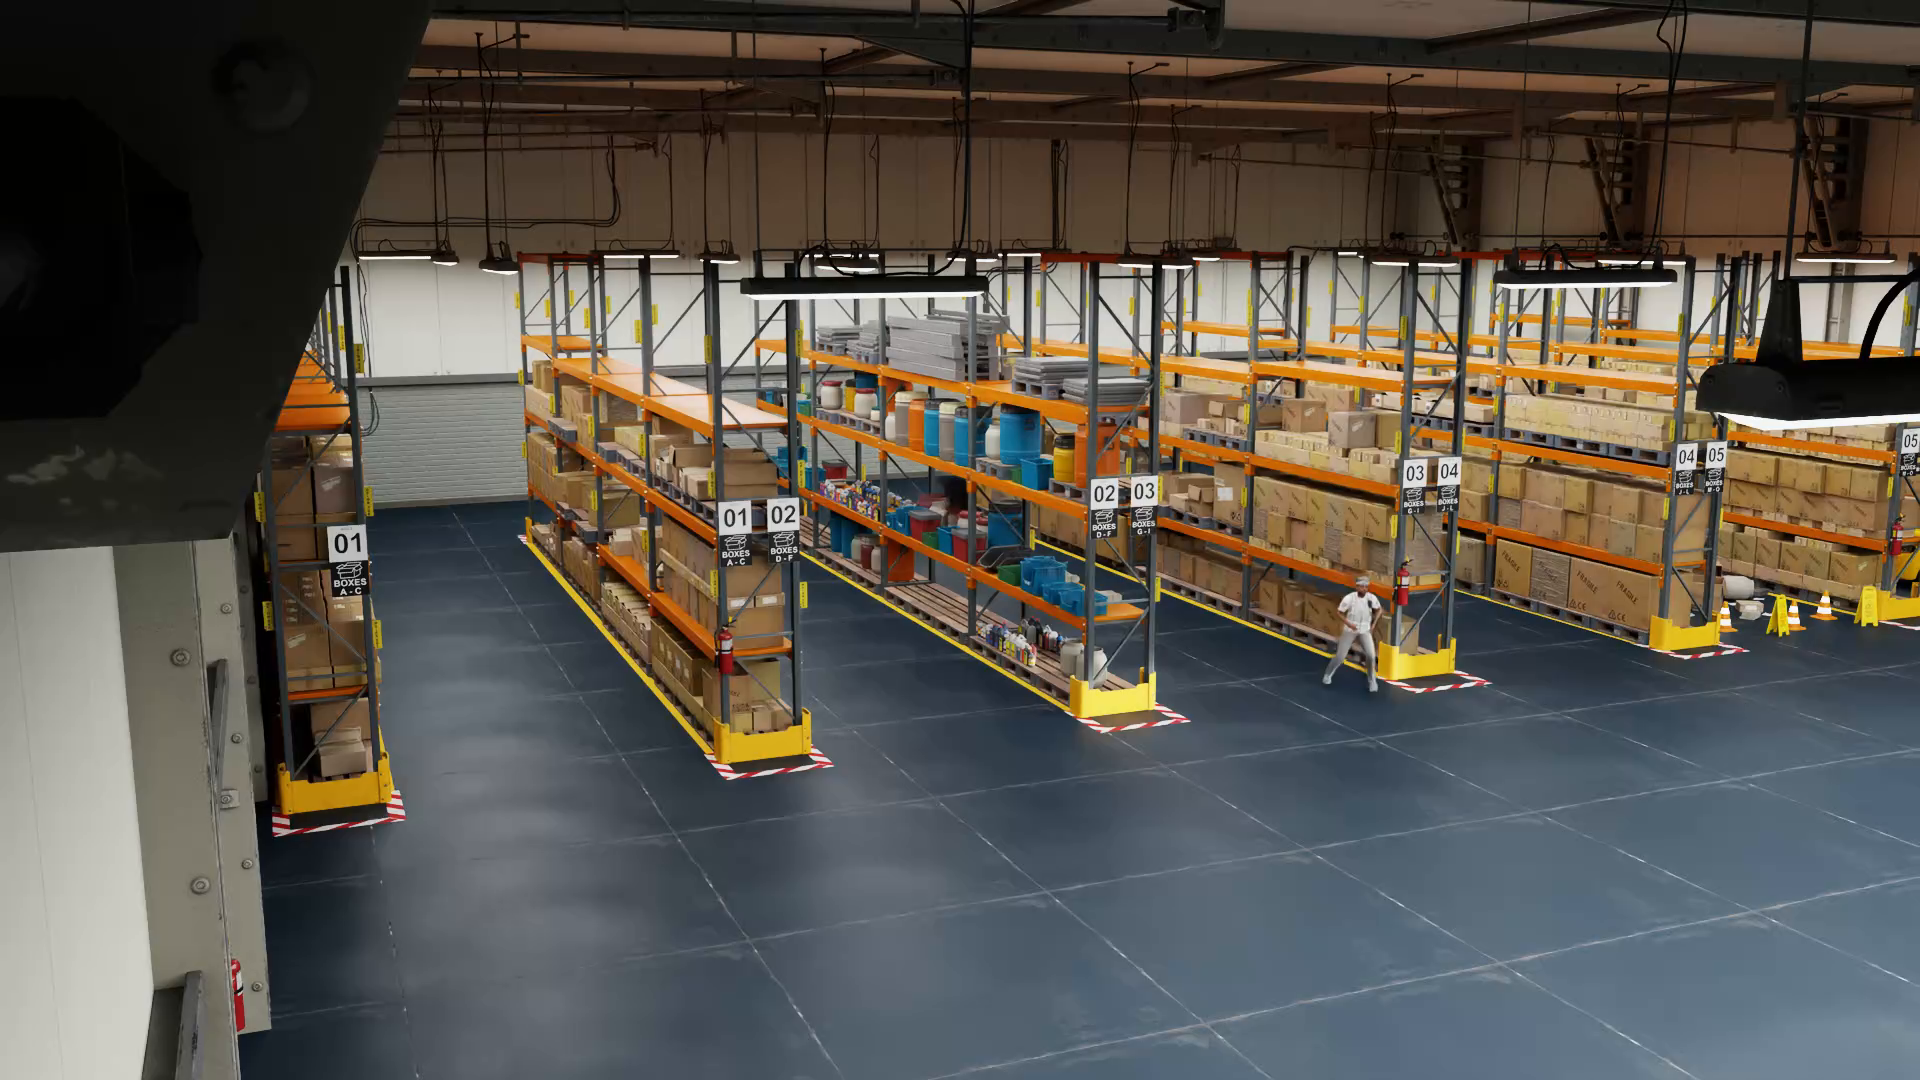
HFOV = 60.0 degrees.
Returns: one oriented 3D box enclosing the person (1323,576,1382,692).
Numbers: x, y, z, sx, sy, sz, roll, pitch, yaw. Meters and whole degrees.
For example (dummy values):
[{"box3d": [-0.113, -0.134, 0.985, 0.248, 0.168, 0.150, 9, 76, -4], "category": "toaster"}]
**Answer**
[{"box3d": [5.576, 1.303, 23.465, 0.781, 1.646, 0.690, -1, 10, -3], "category": "person"}]
